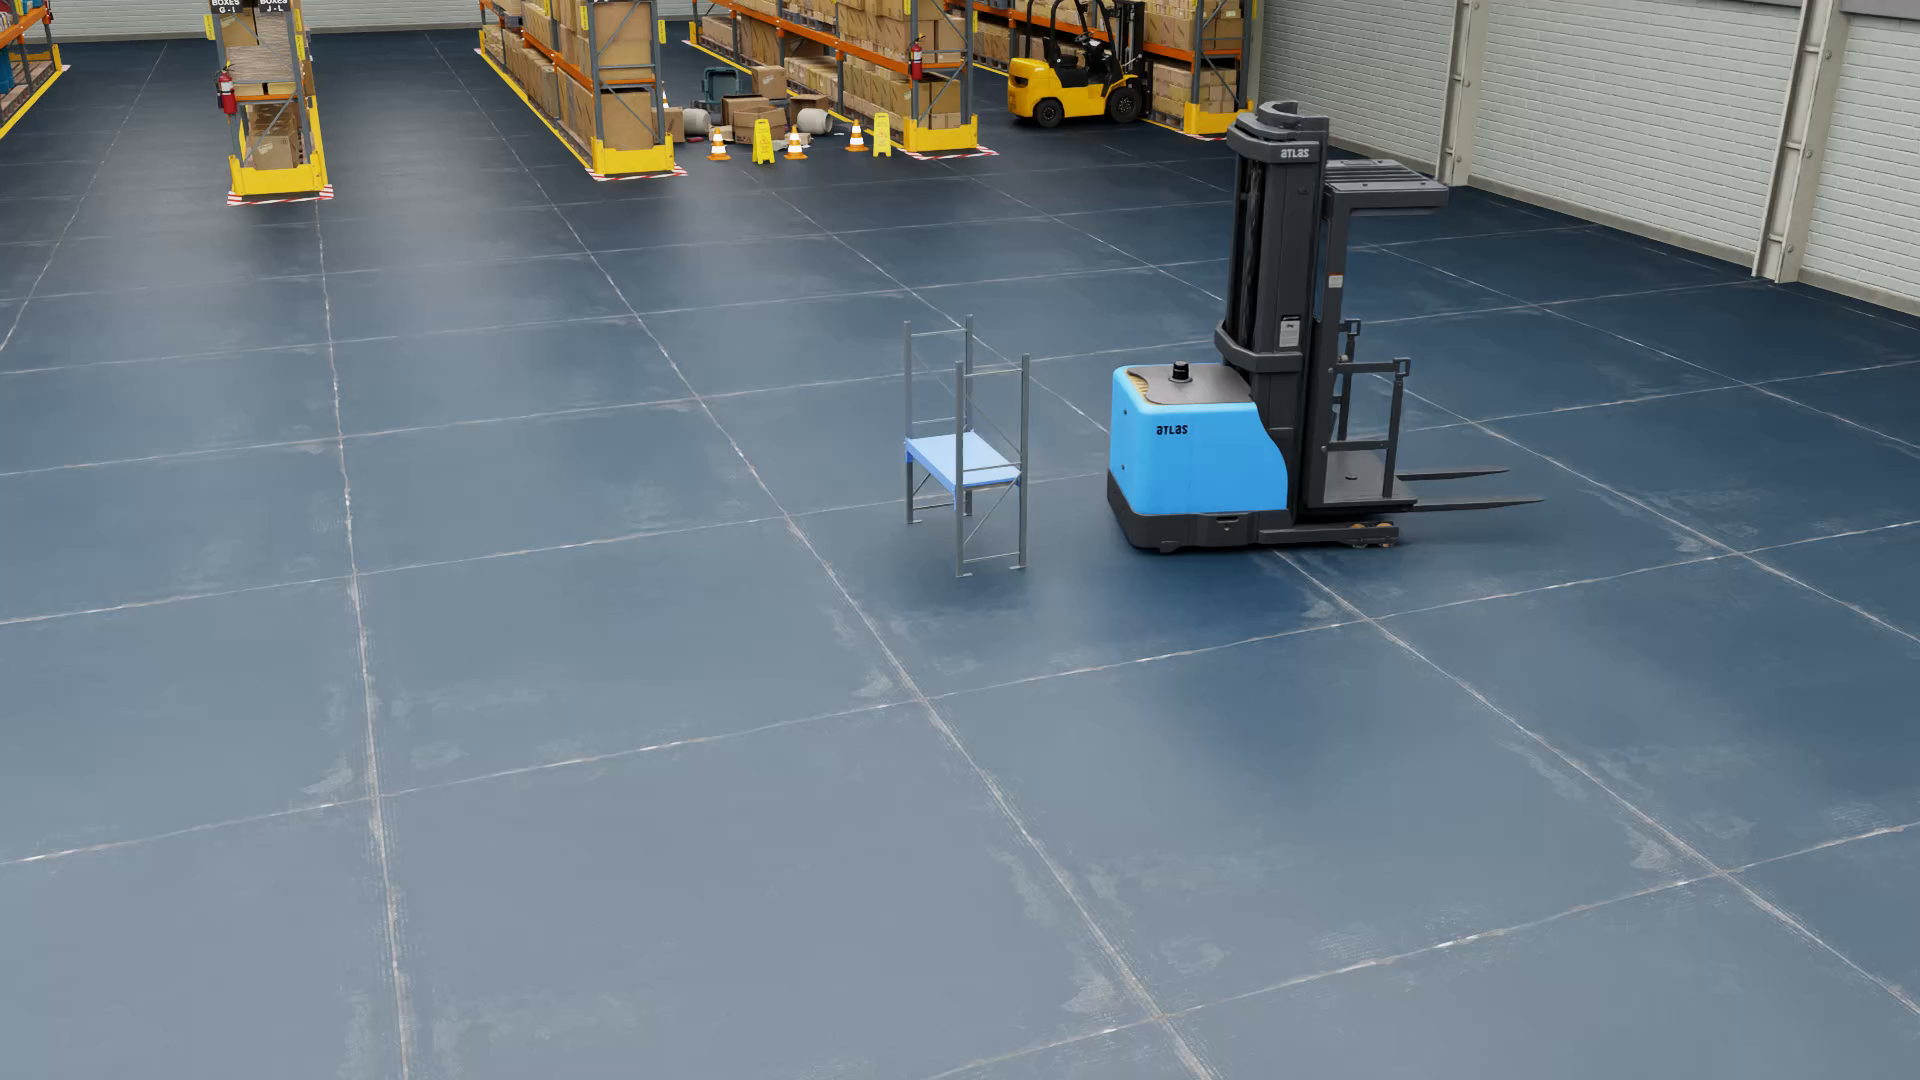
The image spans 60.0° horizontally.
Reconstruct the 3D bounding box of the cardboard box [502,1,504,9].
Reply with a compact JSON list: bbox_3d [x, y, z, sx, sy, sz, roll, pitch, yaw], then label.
[{"bbox_3d":[-8.758,-10.490,32.558,0.380,0.149,0.250,-8,24,-17],"label":"cardboard box"}]

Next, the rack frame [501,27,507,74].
[{"bbox_3d":[-9.118,-11.282,34.656,1.000,3.000,0.127,-8,24,-19],"label":"rack frame"}]

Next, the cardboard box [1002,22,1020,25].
[{"bbox_3d":[1.133,-11.263,36.452,0.380,0.149,0.250,-8,24,-19],"label":"cardboard box"}]

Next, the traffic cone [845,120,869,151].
[{"bbox_3d":[-1.643,-6.448,26.453,0.336,0.463,0.334,-8,24,-19],"label":"traffic cone"}]

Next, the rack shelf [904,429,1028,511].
[{"bbox_3d":[0.030,-0.494,11.455,0.538,0.185,1.000,-8,24,-19],"label":"rack shelf"}]

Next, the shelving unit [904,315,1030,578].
[{"bbox_3d":[0.030,-0.660,11.385,0.538,1.500,1.048,-8,24,-19],"label":"shelving unit"}]

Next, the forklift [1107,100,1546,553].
[{"bbox_3d":[2.638,-1.494,11.522,3.031,2.935,1.130,-3,23,-6],"label":"forklift"}]

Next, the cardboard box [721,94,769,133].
[{"bbox_3d":[-3.611,-7.180,27.962,0.797,0.637,0.503,-8,24,-19],"label":"cardboard box"}]

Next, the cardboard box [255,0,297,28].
[{"bbox_3d":[-9.842,-7.524,23.939,0.500,0.500,0.500,-8,24,-19],"label":"cardboard box"}]

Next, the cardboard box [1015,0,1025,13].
[{"bbox_3d":[1.460,-10.963,34.093,0.500,0.250,0.500,-8,24,-19],"label":"cardboard box"}]

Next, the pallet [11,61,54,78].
[{"bbox_3d":[-19.586,-9.822,34.783,1.003,0.211,1.213,-8,24,-19],"label":"pallet"}]

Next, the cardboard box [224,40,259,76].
[{"bbox_3d":[-10.012,-6.830,23.582,0.875,0.500,0.500,-8,24,-19],"label":"cardboard box"}]

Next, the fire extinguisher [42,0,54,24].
[{"bbox_3d":[-19.469,-11.322,35.330,0.296,0.674,0.183,-8,24,-19],"label":"fire extinguisher"}]

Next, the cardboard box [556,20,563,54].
[{"bbox_3d":[-6.151,-8.312,27.417,0.875,0.550,0.550,-8,24,-19],"label":"cardboard box"}]

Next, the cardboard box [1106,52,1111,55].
[{"bbox_3d":[2.994,-8.755,30.372,0.500,0.250,0.500,-8,24,-19],"label":"cardboard box"}]

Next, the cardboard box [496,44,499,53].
[{"bbox_3d":[-9.745,-10.562,35.693,0.380,0.149,0.250,-9,25,-21],"label":"cardboard box"}]

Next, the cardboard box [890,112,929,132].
[{"bbox_3d":[-0.830,-6.830,27.092,0.500,0.250,0.500,-8,24,-19],"label":"cardboard box"}]

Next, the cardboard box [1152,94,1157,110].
[{"bbox_3d":[3.562,-7.739,29.250,0.500,0.250,0.500,-8,24,-18],"label":"cardboard box"}]

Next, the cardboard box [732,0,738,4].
[{"bbox_3d":[-4.615,-11.733,35.919,0.500,0.250,0.500,-9,24,-20],"label":"cardboard box"}]

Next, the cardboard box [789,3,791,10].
[{"bbox_3d":[-3.101,-10.372,32.279,0.380,0.149,0.250,-10,25,-22],"label":"cardboard box"}]

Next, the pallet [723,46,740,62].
[{"bbox_3d":[-4.719,-11.000,37.578,1.003,0.211,1.213,-8,24,-19],"label":"pallet"}]

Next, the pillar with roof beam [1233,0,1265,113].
[{"bbox_3d":[0.928,-10.871,25.956,9.100,9.000,0.400,-8,24,-19],"label":"pillar with roof beam"}]

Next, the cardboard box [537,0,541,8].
[{"bbox_3d":[-7.193,-9.802,29.727,0.700,0.500,0.500,-9,24,-20],"label":"cardboard box"}]

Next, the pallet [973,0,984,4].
[{"bbox_3d":[0.841,-11.845,36.238,1.003,0.211,1.213,-8,24,-19],"label":"pallet"}]

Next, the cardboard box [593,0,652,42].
[{"bbox_3d":[-4.974,-7.629,24.405,0.875,0.550,0.550,-8,24,-19],"label":"cardboard box"}]

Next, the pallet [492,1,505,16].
[{"bbox_3d":[-8.984,-10.896,33.987,1.003,0.211,1.213,-8,24,-19],"label":"pallet"}]

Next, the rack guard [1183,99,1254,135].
[{"bbox_3d":[4.367,-7.160,28.094,1.175,0.500,0.348,-8,24,-19],"label":"rack guard"}]

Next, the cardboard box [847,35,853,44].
[{"bbox_3d":[-1.748,-8.733,28.930,0.380,0.149,0.250,-8,24,-17],"label":"cardboard box"}]

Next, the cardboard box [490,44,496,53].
[{"bbox_3d":[-10.209,-10.918,36.922,0.380,0.149,0.250,-10,25,-22],"label":"cardboard box"}]

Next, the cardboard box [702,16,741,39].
[{"bbox_3d":[-5.609,-12.238,39.683,0.875,0.438,0.875,-9,25,-21],"label":"cardboard box"}]

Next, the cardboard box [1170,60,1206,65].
[{"bbox_3d":[4.019,-8.273,29.227,0.500,0.250,0.500,-9,24,-19],"label":"cardboard box"}]

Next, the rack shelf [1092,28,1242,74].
[{"bbox_3d":[3.652,-8.716,29.493,1.077,0.370,4.000,-8,24,-19],"label":"rack shelf"}]

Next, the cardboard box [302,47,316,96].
[{"bbox_3d":[-12.605,-8.653,30.613,1.225,0.875,0.875,-10,25,-21],"label":"cardboard box"}]

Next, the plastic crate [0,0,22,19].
[{"bbox_3d":[-18.509,-10.375,32.344,0.402,0.464,0.583,-8,24,-19],"label":"plastic crate"}]

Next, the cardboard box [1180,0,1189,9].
[{"bbox_3d":[3.919,-8.989,27.869,0.380,0.149,0.250,-8,24,-19],"label":"cardboard box"}]

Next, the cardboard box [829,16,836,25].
[{"bbox_3d":[-2.137,-9.318,29.779,0.380,0.149,0.250,-8,24,-18],"label":"cardboard box"}]

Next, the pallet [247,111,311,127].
[{"bbox_3d":[-11.679,-7.174,28.498,1.003,0.211,1.213,-8,24,-19],"label":"pallet"}]

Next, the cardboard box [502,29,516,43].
[{"bbox_3d":[-9.104,-10.365,34.192,0.500,0.250,0.500,-9,25,-21],"label":"cardboard box"}]

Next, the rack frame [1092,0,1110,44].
[{"bbox_3d":[2.945,-9.774,31.077,1.000,3.000,0.127,-8,24,-19],"label":"rack frame"}]

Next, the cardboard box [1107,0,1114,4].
[{"bbox_3d":[2.905,-9.873,30.349,0.380,0.149,0.250,-8,24,-18],"label":"cardboard box"}]

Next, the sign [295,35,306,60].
[{"bbox_3d":[-9.047,-6.752,22.793,0.100,0.325,0.005,-8,24,-19],"label":"sign"}]

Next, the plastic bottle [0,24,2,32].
[{"bbox_3d":[-17.565,-9.365,30.364,0.097,0.201,0.097,0,23,0],"label":"plastic bottle"}]

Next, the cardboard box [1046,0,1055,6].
[{"bbox_3d":[2.008,-10.637,32.674,0.500,0.250,0.500,-8,24,-18],"label":"cardboard box"}]

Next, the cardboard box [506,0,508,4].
[{"bbox_3d":[-8.497,-10.353,31.851,0.380,0.149,0.250,-8,24,-18],"label":"cardboard box"}]

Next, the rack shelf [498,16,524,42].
[{"bbox_3d":[-8.412,-10.224,33.072,1.077,0.370,4.000,-8,24,-19],"label":"rack shelf"}]

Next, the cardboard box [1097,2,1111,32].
[{"bbox_3d":[2.858,-9.623,30.590,0.500,0.500,0.500,-9,24,-20],"label":"cardboard box"}]

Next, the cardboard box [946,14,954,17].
[{"bbox_3d":[-0.378,-8.219,26.877,0.500,0.500,0.500,-8,24,-17],"label":"cardboard box"}]

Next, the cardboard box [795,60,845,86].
[{"bbox_3d":[-2.652,-9.054,32.212,0.950,0.372,0.625,-9,24,-20],"label":"cardboard box"}]

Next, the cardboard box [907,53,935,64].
[{"bbox_3d":[-0.616,-7.629,26.312,0.380,0.149,0.250,-8,24,-17],"label":"cardboard box"}]

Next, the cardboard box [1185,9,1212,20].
[{"bbox_3d":[3.974,-8.753,27.691,0.380,0.149,0.250,-8,24,-18],"label":"cardboard box"}]

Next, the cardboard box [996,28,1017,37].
[{"bbox_3d":[0.995,-10.807,35.372,0.380,0.149,0.250,-10,25,-22],"label":"cardboard box"}]

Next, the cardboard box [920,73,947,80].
[{"bbox_3d":[-0.508,-7.439,27.572,0.500,0.500,0.500,-9,25,-21],"label":"cardboard box"}]

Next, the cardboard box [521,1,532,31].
[{"bbox_3d":[-7.799,-9.675,30.714,0.500,0.500,0.500,-8,24,-18],"label":"cardboard box"}]

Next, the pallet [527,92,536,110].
[{"bbox_3d":[-7.497,-8.247,31.046,1.003,0.211,1.213,-8,24,-19],"label":"pallet"}]
